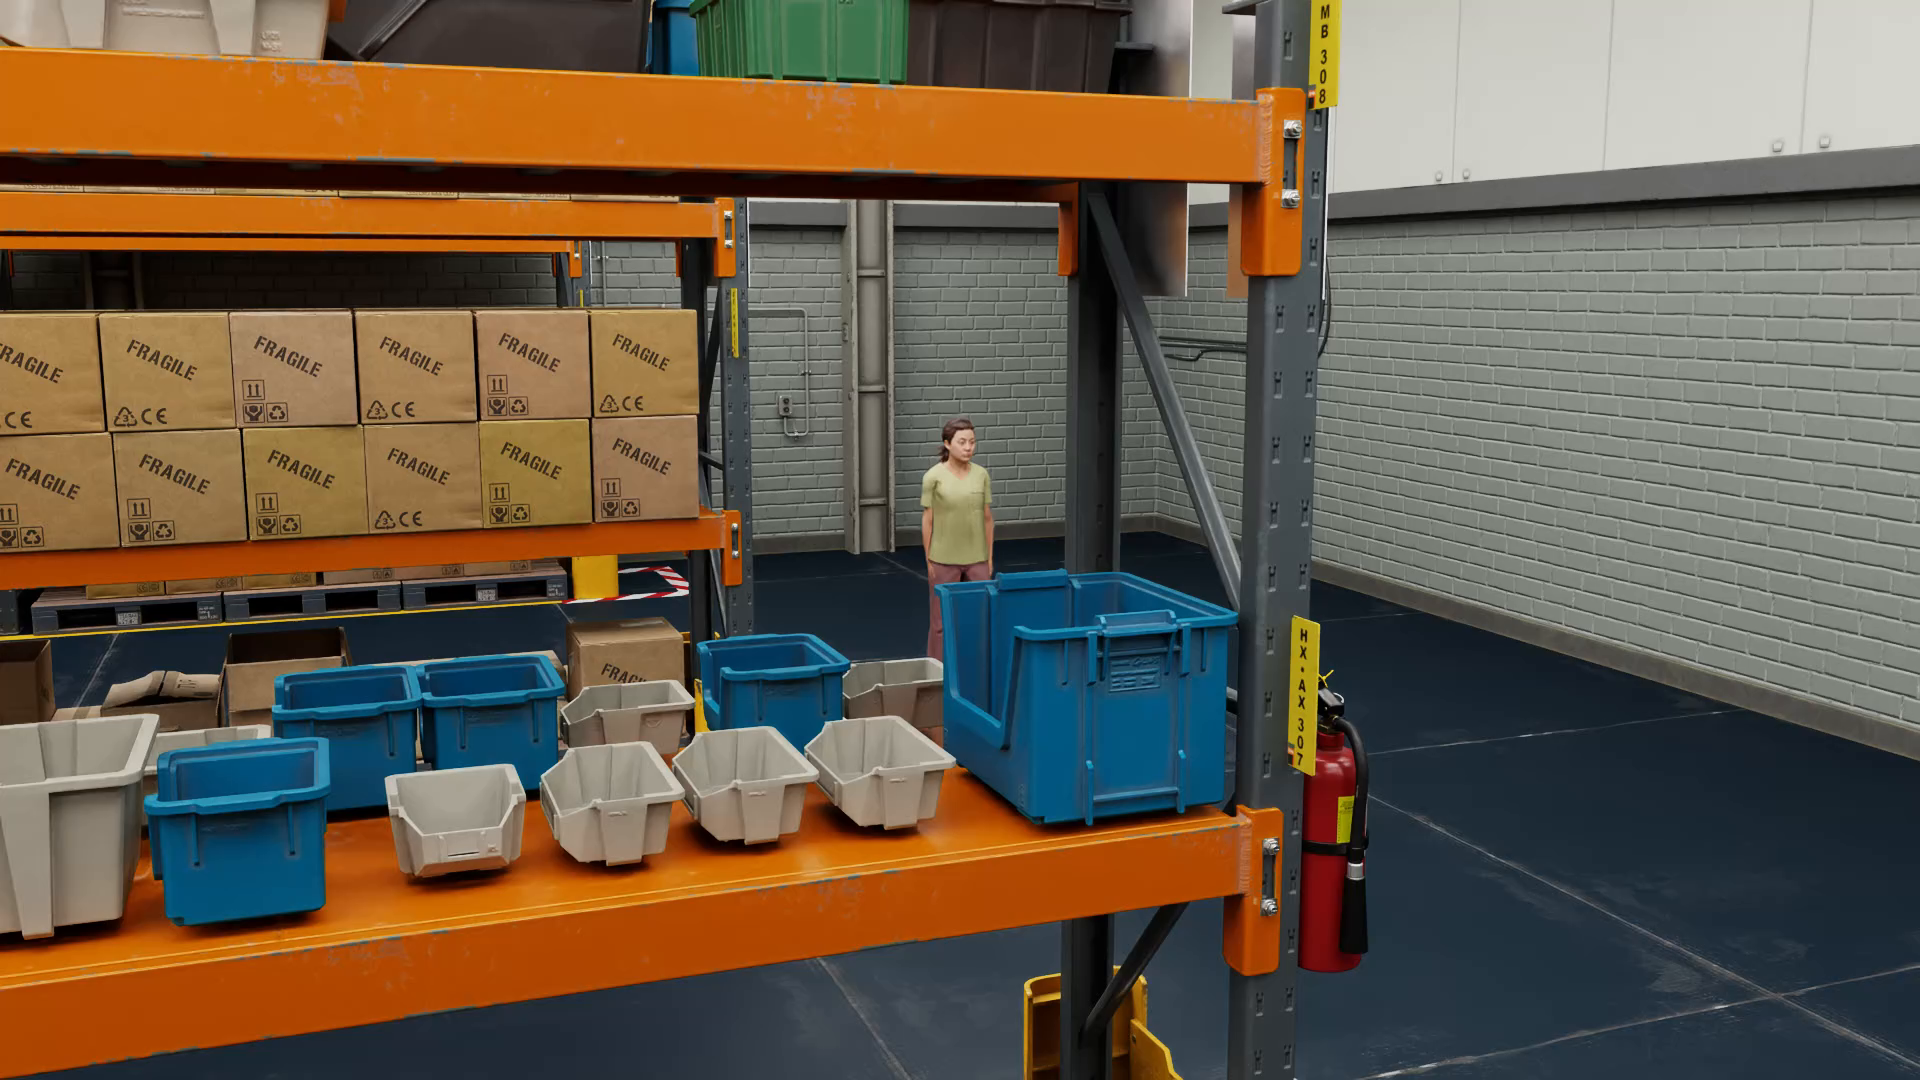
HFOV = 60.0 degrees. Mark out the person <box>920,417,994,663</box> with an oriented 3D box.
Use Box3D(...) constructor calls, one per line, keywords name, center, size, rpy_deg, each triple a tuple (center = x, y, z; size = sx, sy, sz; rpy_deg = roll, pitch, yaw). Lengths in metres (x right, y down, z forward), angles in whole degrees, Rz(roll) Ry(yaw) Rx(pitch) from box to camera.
Box3D(name="person", center=(-0.005, 0.130, 9.571), size=(0.441, 1.670, 0.362), rpy_deg=(-3, 10, -20))
